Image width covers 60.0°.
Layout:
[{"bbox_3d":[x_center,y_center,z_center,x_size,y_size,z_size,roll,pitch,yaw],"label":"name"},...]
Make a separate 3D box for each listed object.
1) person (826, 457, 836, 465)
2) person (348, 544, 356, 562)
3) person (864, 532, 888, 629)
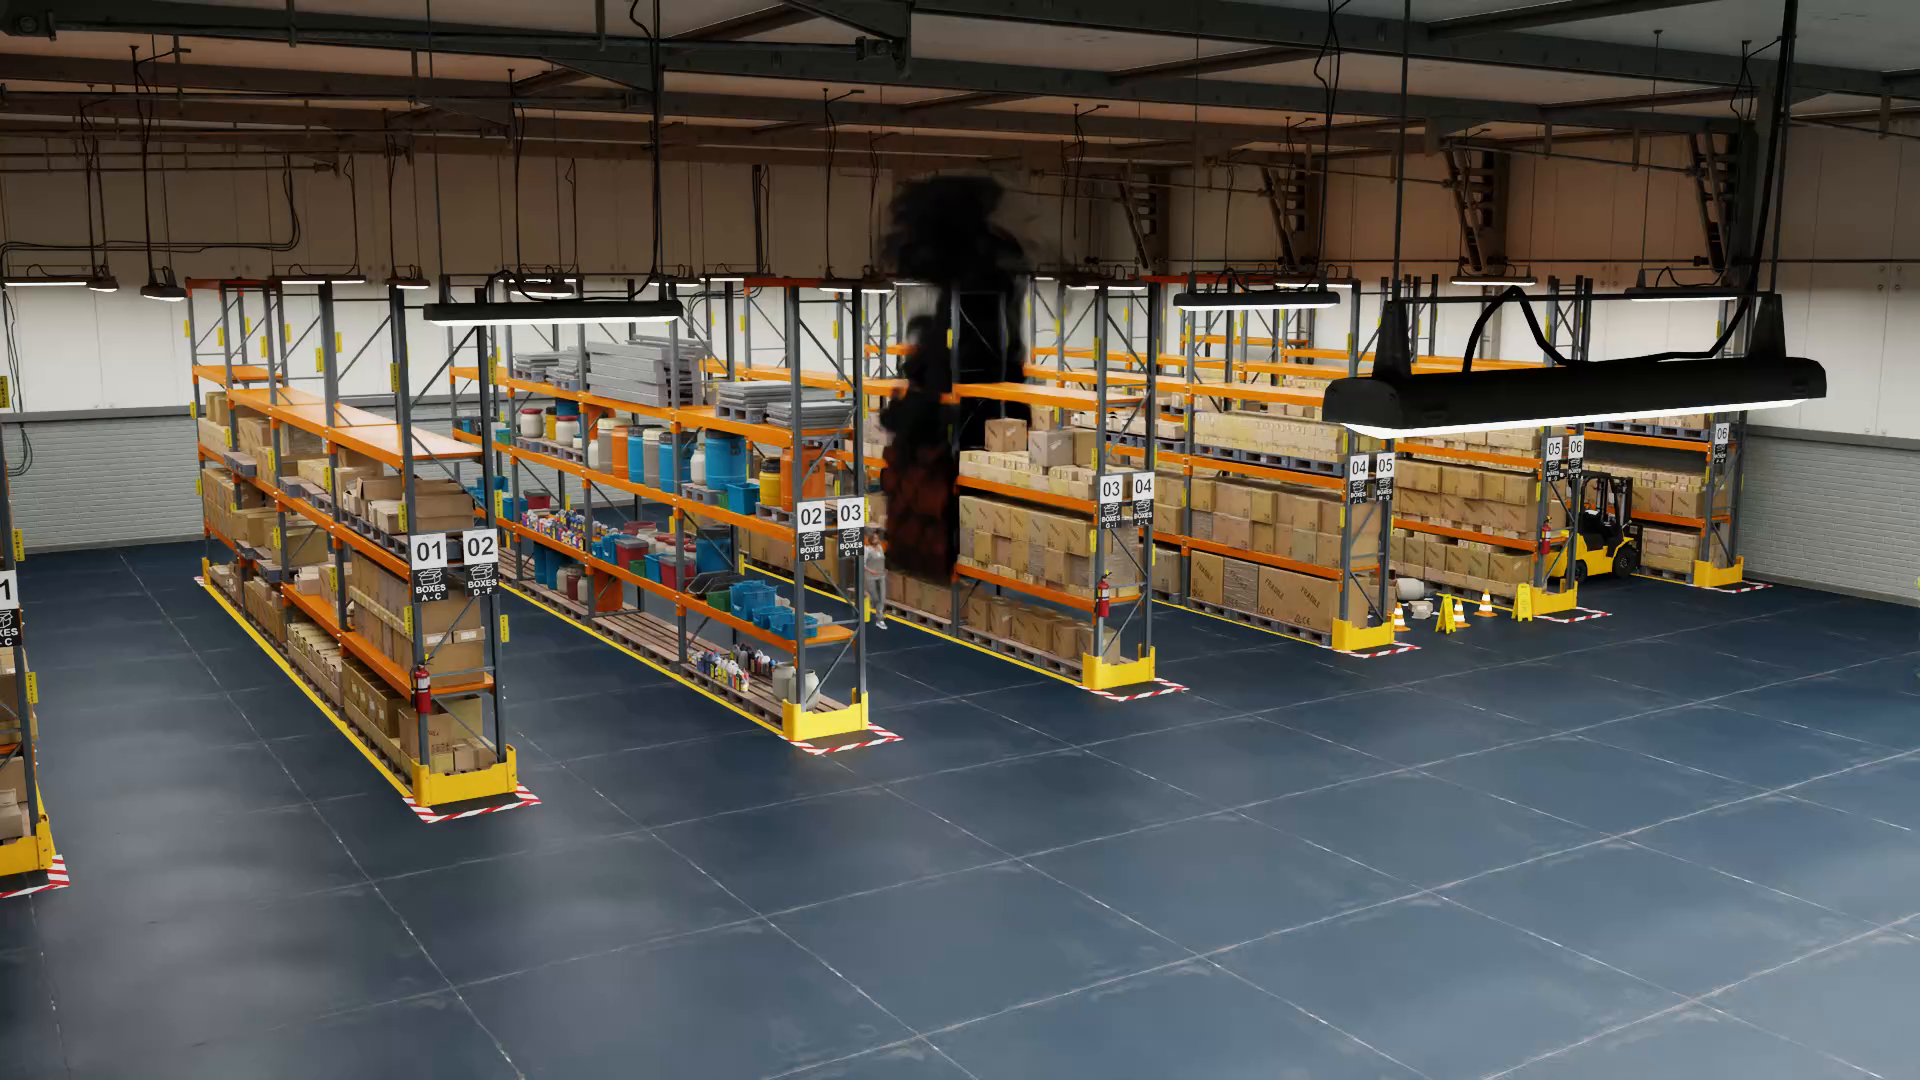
[{"bbox_3d":[-3.247,-1.129,39.593,0.819,1.711,0.858,1,10,7],"label":"person"},{"bbox_3d":[-12.309,-0.075,33.252,0.520,1.703,0.710,8,12,39],"label":"person"},{"bbox_3d":[-1.408,0.654,27.670,0.547,1.597,0.642,-7,12,-38],"label":"person"}]
